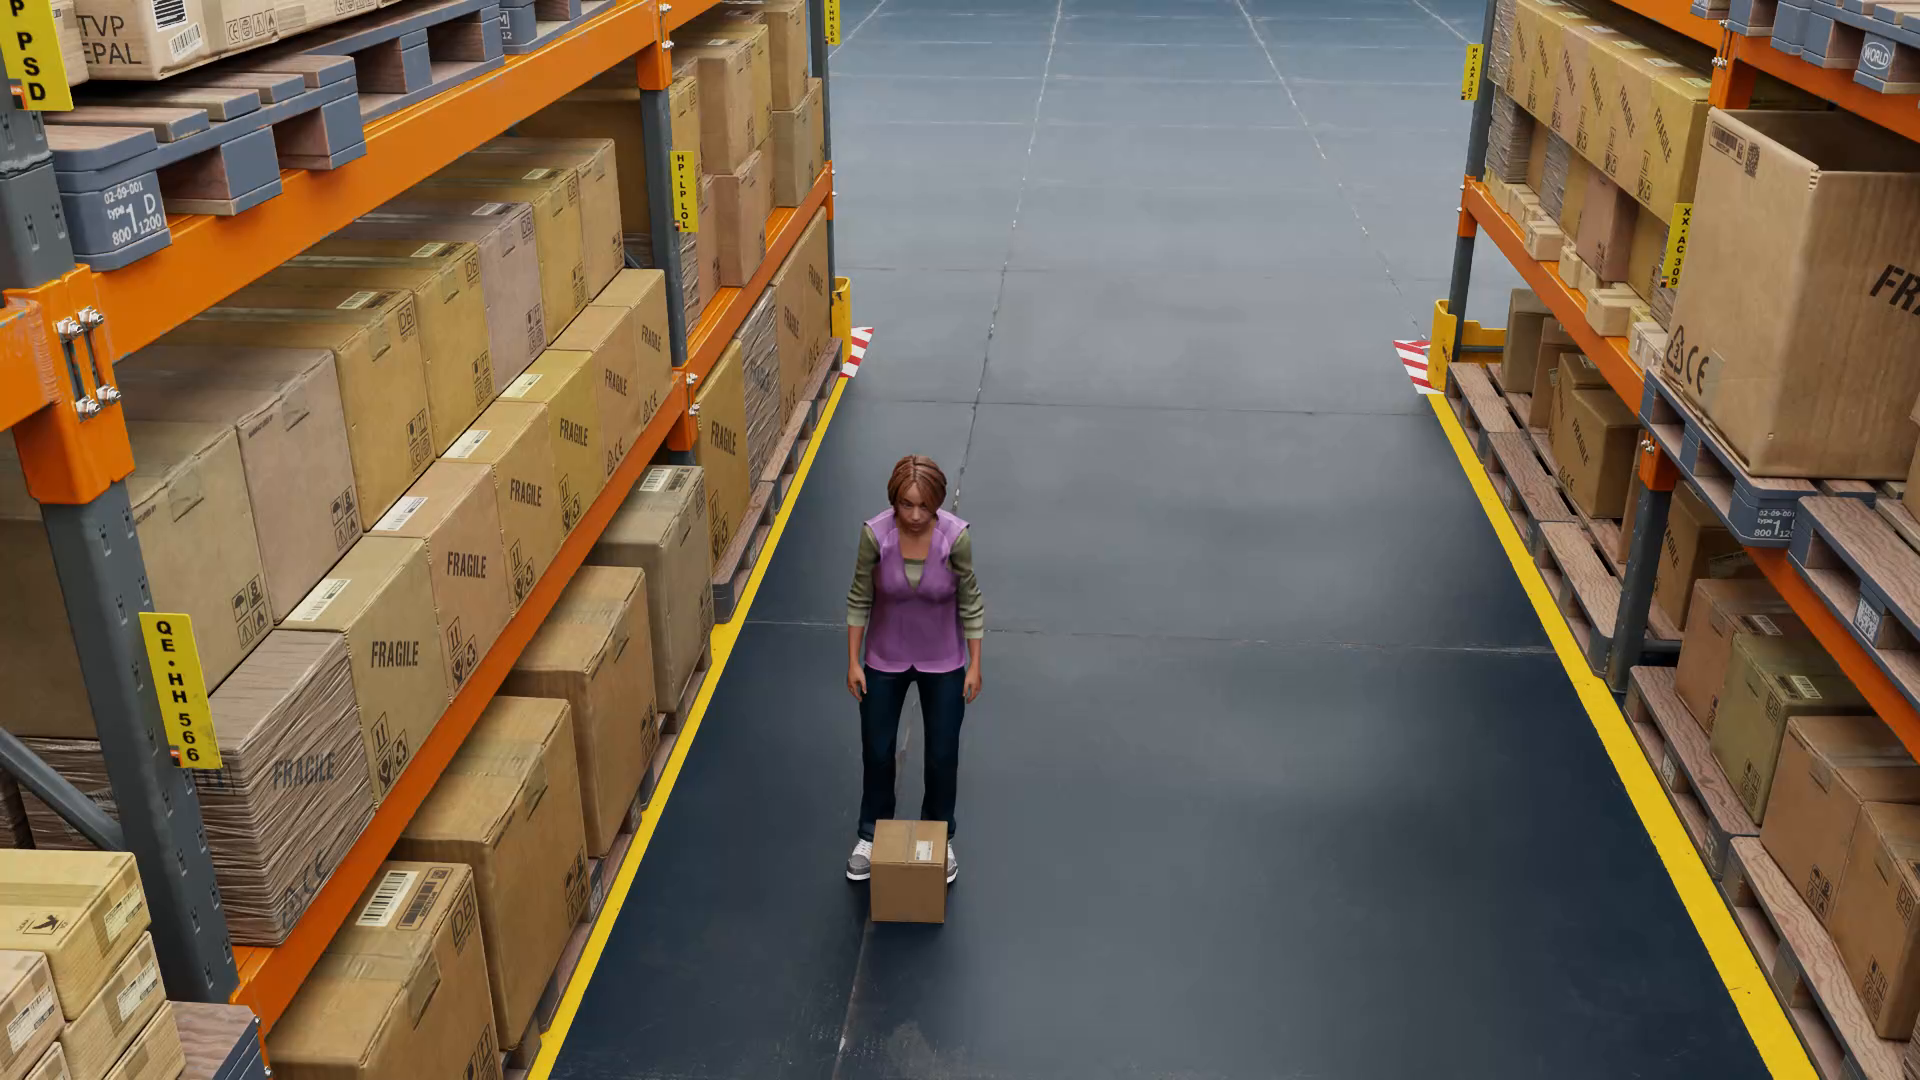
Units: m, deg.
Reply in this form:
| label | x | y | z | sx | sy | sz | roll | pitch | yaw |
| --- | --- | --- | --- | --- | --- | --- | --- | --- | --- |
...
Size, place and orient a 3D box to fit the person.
| label | x | y | z | sx | sy | sz | roll | pitch | yaw |
| --- | --- | --- | --- | --- | --- | --- | --- | --- | --- |
| person | -0.160 | 0.440 | 5.682 | 0.484 | 1.582 | 0.340 | 1 | 25 | 1 |
